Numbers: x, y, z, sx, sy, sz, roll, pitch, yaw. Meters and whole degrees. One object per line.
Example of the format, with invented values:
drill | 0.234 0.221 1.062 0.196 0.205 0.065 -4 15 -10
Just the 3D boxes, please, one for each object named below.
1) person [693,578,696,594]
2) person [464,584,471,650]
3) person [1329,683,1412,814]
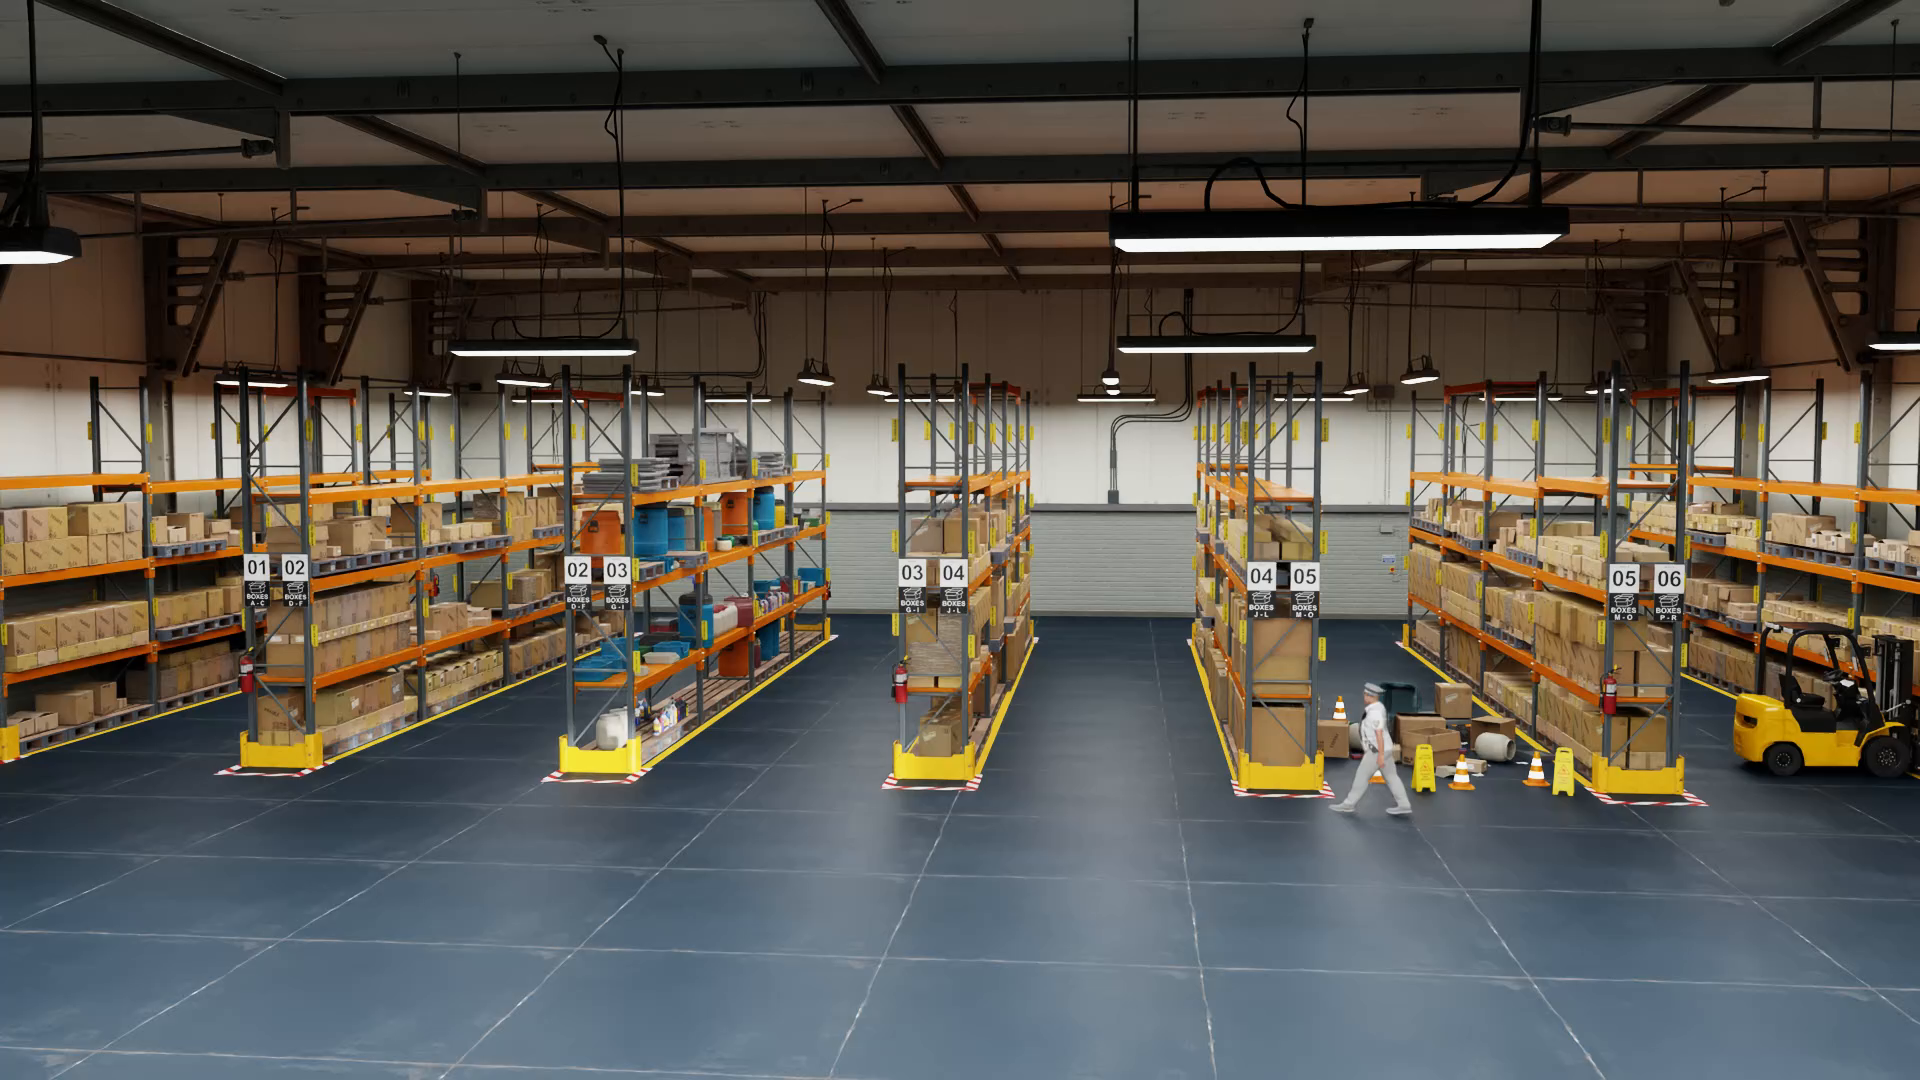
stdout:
person | -6.728 1.445 42.960 1.071 1.593 0.438 2 4 23
person | -10.746 1.800 36.699 0.625 1.667 1.068 0 4 3
person | 5.399 2.723 21.787 1.037 1.699 0.591 2 4 23
